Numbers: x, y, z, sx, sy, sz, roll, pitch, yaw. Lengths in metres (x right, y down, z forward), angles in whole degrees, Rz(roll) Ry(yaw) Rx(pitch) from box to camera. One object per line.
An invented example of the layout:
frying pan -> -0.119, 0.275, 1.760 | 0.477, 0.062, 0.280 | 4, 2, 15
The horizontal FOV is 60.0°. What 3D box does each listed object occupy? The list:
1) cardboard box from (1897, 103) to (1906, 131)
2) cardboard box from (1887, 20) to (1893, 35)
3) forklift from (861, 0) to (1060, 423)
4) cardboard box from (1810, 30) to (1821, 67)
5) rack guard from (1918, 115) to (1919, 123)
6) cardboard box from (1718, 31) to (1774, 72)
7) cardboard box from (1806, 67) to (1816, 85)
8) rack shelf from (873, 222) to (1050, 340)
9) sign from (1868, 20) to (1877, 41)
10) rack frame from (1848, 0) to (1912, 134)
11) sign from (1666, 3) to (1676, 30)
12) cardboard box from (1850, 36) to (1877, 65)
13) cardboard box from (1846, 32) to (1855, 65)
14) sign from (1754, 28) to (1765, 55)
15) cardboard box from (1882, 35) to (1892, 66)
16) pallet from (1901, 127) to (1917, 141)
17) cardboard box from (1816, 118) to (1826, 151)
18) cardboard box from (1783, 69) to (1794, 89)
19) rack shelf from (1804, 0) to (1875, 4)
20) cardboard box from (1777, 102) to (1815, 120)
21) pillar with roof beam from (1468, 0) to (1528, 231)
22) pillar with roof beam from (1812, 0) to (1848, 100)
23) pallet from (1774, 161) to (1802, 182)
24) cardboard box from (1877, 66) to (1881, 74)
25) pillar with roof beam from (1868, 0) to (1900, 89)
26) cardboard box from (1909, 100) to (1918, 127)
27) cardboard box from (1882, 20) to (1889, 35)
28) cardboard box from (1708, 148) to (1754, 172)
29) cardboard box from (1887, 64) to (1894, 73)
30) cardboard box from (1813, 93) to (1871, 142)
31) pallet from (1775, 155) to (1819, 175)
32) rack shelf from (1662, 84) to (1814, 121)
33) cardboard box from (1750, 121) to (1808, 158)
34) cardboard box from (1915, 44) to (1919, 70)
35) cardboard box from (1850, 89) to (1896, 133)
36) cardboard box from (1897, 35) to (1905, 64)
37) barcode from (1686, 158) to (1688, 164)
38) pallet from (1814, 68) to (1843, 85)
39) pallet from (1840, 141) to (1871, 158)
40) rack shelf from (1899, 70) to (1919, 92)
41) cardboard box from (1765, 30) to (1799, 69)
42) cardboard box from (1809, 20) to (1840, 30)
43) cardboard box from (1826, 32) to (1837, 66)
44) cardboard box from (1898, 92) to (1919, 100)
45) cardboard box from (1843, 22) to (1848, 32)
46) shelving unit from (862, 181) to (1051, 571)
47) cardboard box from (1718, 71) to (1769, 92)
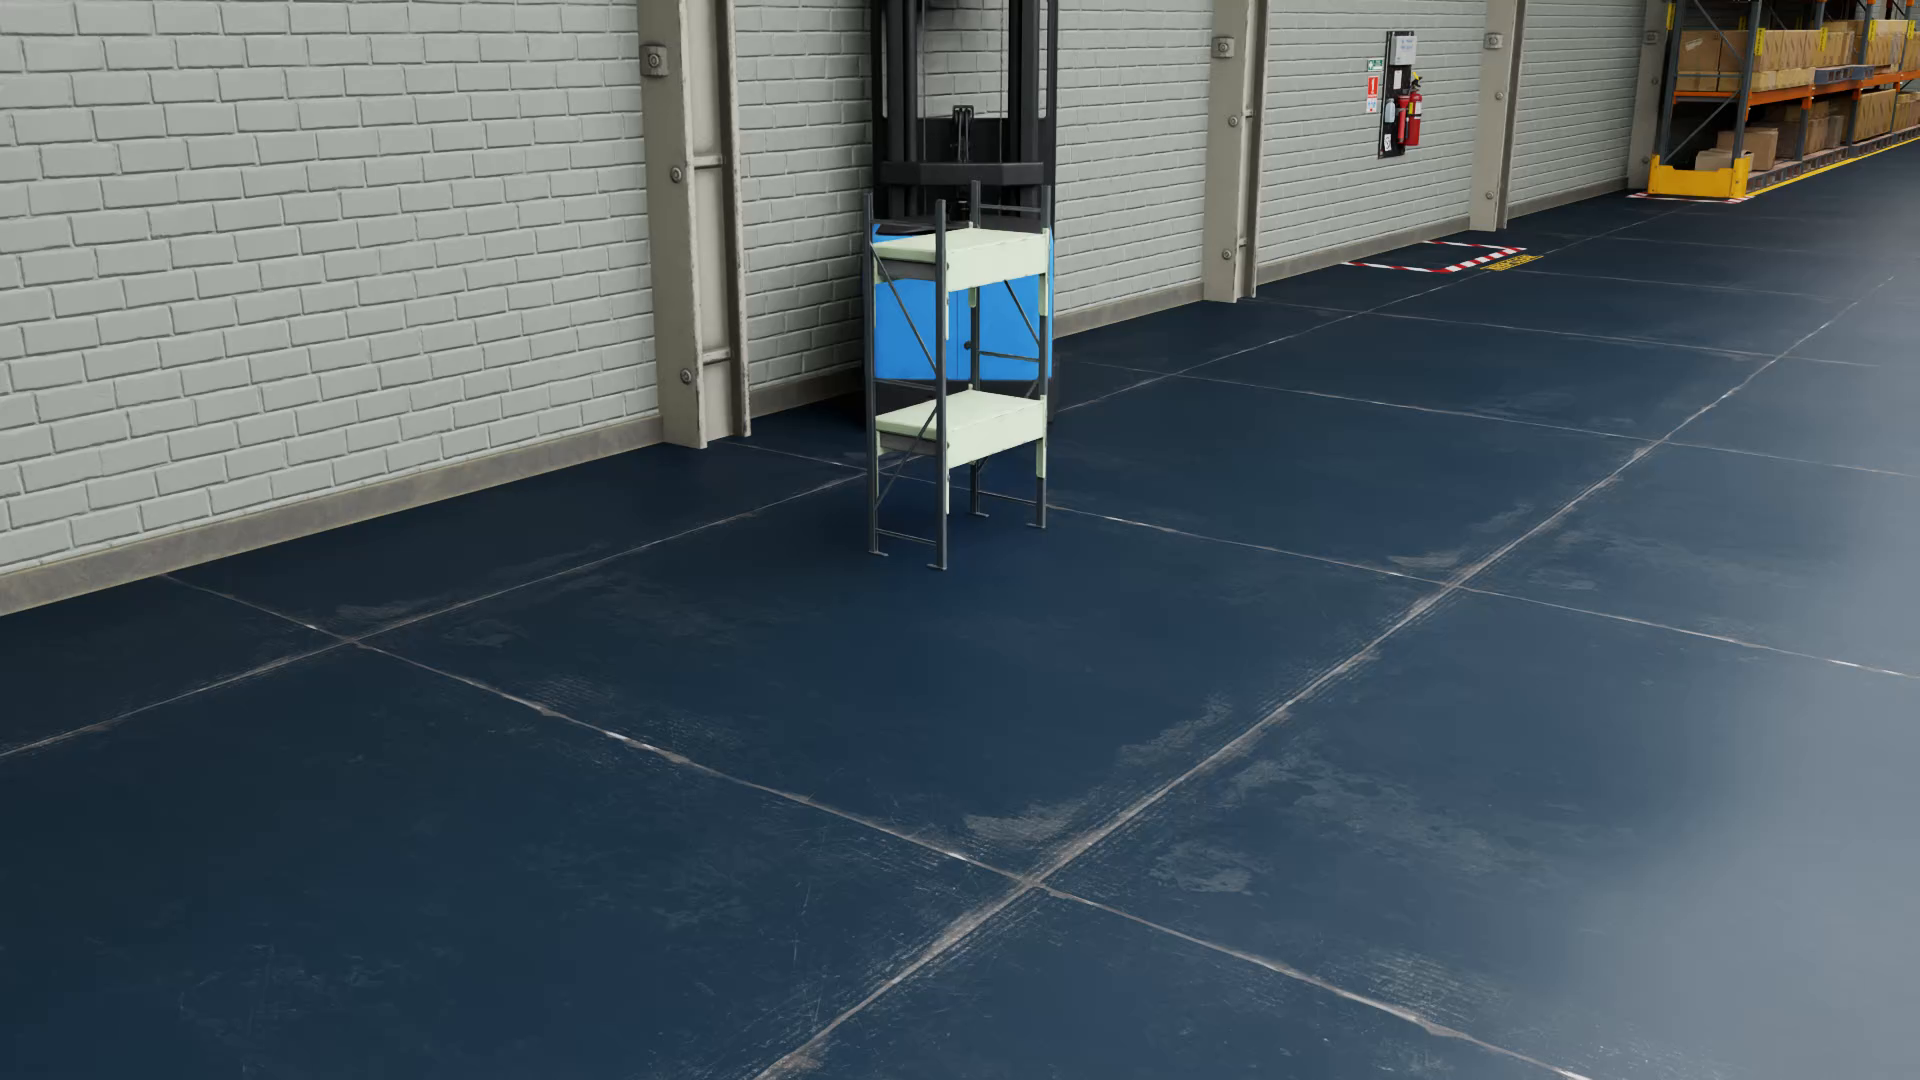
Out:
cardboard box -> 17.603, -8.100, 31.775 | 0.700, 0.500, 0.500 | 12, 21, 34
cardboard box -> 15.781, -8.852, 28.722 | 0.500, 0.250, 0.500 | 12, 21, 34
forklift -> 0.034, -2.412, 10.069 | 1.130, 2.935, 3.031 | 1, 17, 2
cardboard box -> 11.973, -7.037, 23.801 | 0.500, 0.500, 0.500 | 12, 21, 35
rack guard -> 19.171, -8.578, 34.025 | 1.175, 0.500, 0.348 | 12, 21, 35
cardboard box -> 10.149, -6.312, 21.467 | 0.500, 0.500, 0.500 | 12, 21, 35
cardboard box -> 11.968, -6.680, 23.915 | 0.500, 0.250, 0.500 | 12, 21, 35
rack shelf -> -0.004, -1.087, 6.900 | 0.431, 0.370, 0.720 | 12, 21, 35
sign -> 14.831, -8.282, 27.038 | 0.100, 0.325, 0.005 | 12, 21, 35
rack frame -> 16.773, -8.814, 30.568 | 1.000, 3.000, 0.127 | 12, 21, 35
sign -> 9.190, -6.762, 21.477 | 0.100, 0.325, 0.005 | 12, 21, 35
cardboard box -> 14.885, -8.131, 27.665 | 0.500, 0.500, 0.500 | 13, 22, 36
cardboard box -> 14.118, -8.005, 27.054 | 0.700, 0.500, 0.500 | 10, 20, 28
sign -> 10.059, -6.273, 20.927 | 0.100, 0.325, 0.005 | 12, 21, 35
cardboard box -> 15.805, -8.497, 28.845 | 0.500, 0.500, 0.500 | 13, 22, 36
pallet -> 18.016, -7.941, 32.460 | 1.003, 0.211, 1.213 | 12, 21, 35
cardboard box -> 13.329, -6.471, 26.497 | 0.700, 0.500, 0.500 | 12, 21, 34
cardboard box -> 11.078, -6.320, 22.757 | 0.500, 0.250, 0.500 | 13, 21, 35
rack shelf -> 13.198, -8.474, 25.628 | 1.077, 0.370, 4.000 | 12, 21, 35
cardboard box -> 12.999, -6.691, 25.941 | 0.500, 0.250, 0.500 | 12, 21, 33
pillar with roof beam -> 9.228, -6.950, 14.452 | 9.100, 9.000, 0.400 | 12, 21, 35
pillar with roof beam -> 19.953, -11.238, 28.257 | 9.100, 9.000, 0.400 | 12, 21, 35
pallet -> 11.635, -5.410, 24.310 | 1.003, 0.211, 1.213 | 12, 21, 35
cardboard box -> 15.840, -8.217, 29.035 | 0.380, 0.149, 0.250 | 13, 22, 36
pillar with roof beam -> 23.528, -12.667, 32.859 | 9.100, 9.000, 0.400 | 12, 21, 35
cardboard box -> 18.522, -8.470, 32.966 | 0.700, 0.500, 0.500 | 12, 21, 35
cardboard box -> 15.482, -8.729, 28.327 | 0.500, 0.250, 0.500 | 13, 21, 35
cardboard box -> 10.448, -5.166, 22.614 | 0.500, 0.311, 0.500 | 15, 22, 39
cardboard box -> 16.367, -8.381, 29.565 | 0.380, 0.149, 0.250 | 12, 21, 35
cardboard box -> 14.934, -7.187, 28.246 | 0.750, 0.750, 0.750 | 12, 21, 34
pallet -> 12.469, -5.762, 25.443 | 1.003, 0.211, 1.213 | 12, 21, 35
rack shelf -> 10.815, -6.088, 23.005 | 1.077, 0.370, 4.000 | 12, 21, 35
cardboard box -> 12.432, -6.103, 25.311 | 0.700, 0.500, 0.500 | 13, 22, 37
cardboard box -> 17.975, -9.431, 32.050 | 0.980, 0.700, 0.700 | 11, 20, 32
cardboard box -> 16.491, -7.810, 30.252 | 0.750, 0.750, 0.750 | 13, 21, 35
cardboard box -> 16.701, -8.859, 30.008 | 0.500, 0.500, 0.500 | 12, 21, 34
barcode -> 9.797, -5.110, 22.417 | 0.001, 0.075, 0.075 | 12, 21, 35
pallet -> 12.579, -6.973, 24.964 | 1.003, 0.211, 1.213 | 12, 21, 35
pallet -> 14.920, -6.704, 28.475 | 1.003, 0.211, 1.213 | 12, 21, 35
rack shelf -> 17.965, -8.947, 32.208 | 1.077, 0.370, 4.000 | 12, 21, 35
cardboard box -> 11.063, -6.675, 22.636 | 0.500, 0.500, 0.500 | 13, 22, 36
cardboard box -> 14.452, -8.572, 27.822 | 0.500, 0.250, 0.500 | 13, 22, 36
cardboard box -> 13.043, -7.576, 25.670 | 0.700, 0.500, 0.500 | 16, 24, 42
cardboard box -> 18.738, -8.775, 32.855 | 0.380, 0.149, 0.250 | 13, 22, 36
cardboard box -> 14.209, -8.341, 27.042 | 0.380, 0.149, 0.250 | 9, 20, 28
shelving unit -> -0.004, -0.715, 7.016 | 0.431, 1.500, 0.755 | 12, 21, 35
cardboard box -> 10.169, -5.954, 21.577 | 0.500, 0.250, 0.500 | 12, 21, 33
